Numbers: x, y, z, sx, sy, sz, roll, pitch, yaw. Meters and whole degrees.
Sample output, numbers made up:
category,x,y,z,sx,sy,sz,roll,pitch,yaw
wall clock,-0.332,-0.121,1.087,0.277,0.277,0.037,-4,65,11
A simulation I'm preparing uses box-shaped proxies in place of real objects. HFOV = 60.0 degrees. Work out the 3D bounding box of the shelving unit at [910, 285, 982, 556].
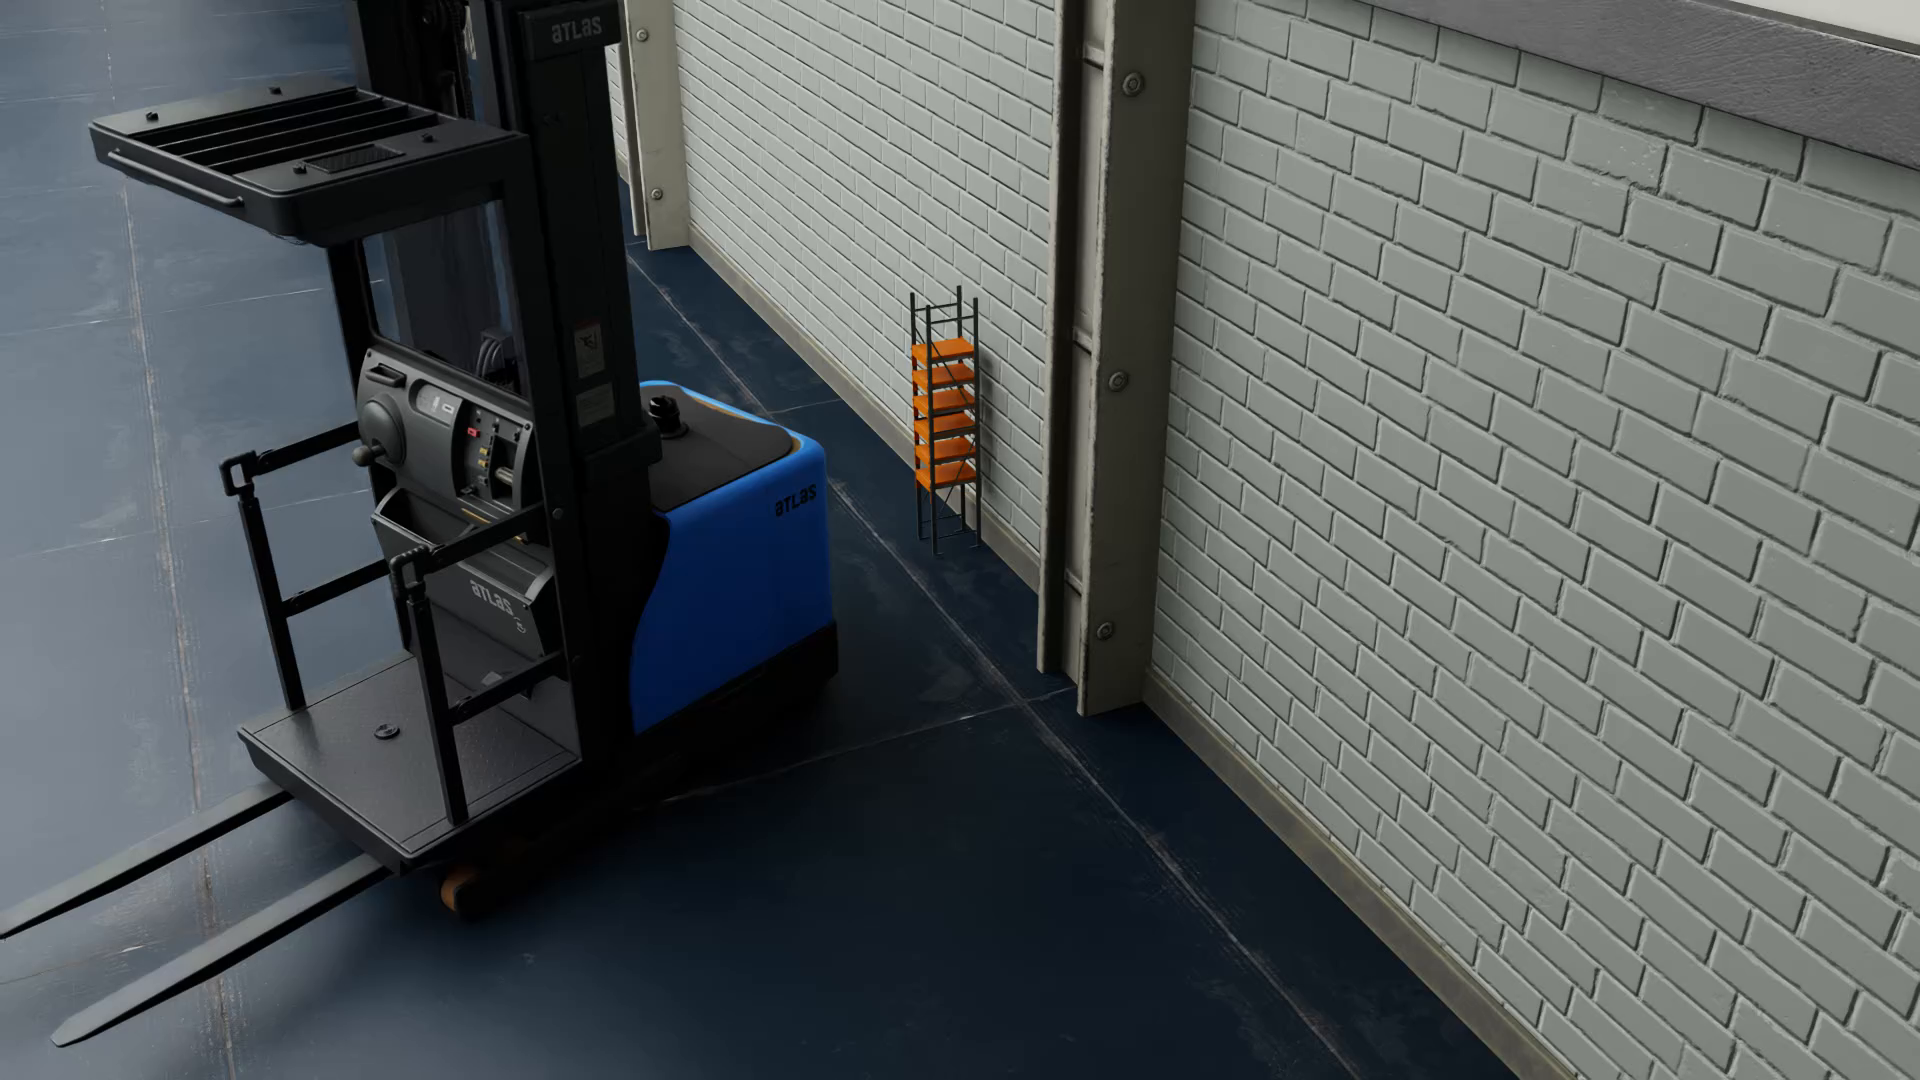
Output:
category,x,y,z,sx,sy,sz,roll,pitch,yaw
shelving unit,-0.060,-0.522,7.446,0.258,1.200,0.189,-12,29,-20

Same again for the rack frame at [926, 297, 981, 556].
category,x,y,z,sx,sy,sz,roll,pitch,yaw
rack frame,-0.024,-0.484,7.370,0.240,1.200,0.006,-12,29,-20

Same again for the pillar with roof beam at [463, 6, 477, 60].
category,x,y,z,sx,sy,sz,roll,pitch,yaw
pillar with roof beam,-8.504,-7.747,12.364,9.100,9.000,0.400,-13,32,-22

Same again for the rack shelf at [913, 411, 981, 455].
category,x,y,z,sx,sy,sz,roll,pitch,yaw
rack shelf,-0.059,-0.482,7.466,0.258,0.103,0.180,-12,29,-20

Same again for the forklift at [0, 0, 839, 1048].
category,x,y,z,sx,sy,sz,roll,pitch,yaw
forklift,-1.829,-0.310,5.307,1.130,2.935,3.031,23,36,35

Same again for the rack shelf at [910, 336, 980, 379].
category,x,y,z,sx,sy,sz,roll,pitch,yaw
rack shelf,-0.065,-0.803,7.303,0.258,0.103,0.180,-12,29,-20

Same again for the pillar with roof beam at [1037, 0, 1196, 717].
category,x,y,z,sx,sy,sz,roll,pitch,yaw
pillar with roof beam,-3.352,-2.446,2.911,9.100,9.000,0.400,-13,32,-22

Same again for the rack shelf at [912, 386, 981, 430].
category,x,y,z,sx,sy,sz,roll,pitch,yaw
rack shelf,-0.061,-0.589,7.412,0.258,0.103,0.180,-12,29,-20

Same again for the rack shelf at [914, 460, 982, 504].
category,x,y,z,sx,sy,sz,roll,pitch,yaw
rack shelf,-0.055,-0.268,7.575,0.258,0.103,0.180,-12,29,-20

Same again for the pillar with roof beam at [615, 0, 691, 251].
category,x,y,z,sx,sy,sz,roll,pitch,yaw
pillar with roof beam,-5.928,-5.096,7.638,9.100,9.000,0.400,-13,32,-22

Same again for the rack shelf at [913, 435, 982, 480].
category,x,y,z,sx,sy,sz,roll,pitch,yaw
rack shelf,-0.057,-0.375,7.520,0.258,0.103,0.180,-12,29,-20

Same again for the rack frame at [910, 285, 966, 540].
category,x,y,z,sx,sy,sz,roll,pitch,yaw
rack frame,-0.095,-0.559,7.521,0.240,1.200,0.006,-12,29,-20

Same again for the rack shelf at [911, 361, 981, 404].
category,x,y,z,sx,sy,sz,roll,pitch,yaw
rack shelf,-0.063,-0.696,7.357,0.258,0.103,0.180,-12,29,-20
